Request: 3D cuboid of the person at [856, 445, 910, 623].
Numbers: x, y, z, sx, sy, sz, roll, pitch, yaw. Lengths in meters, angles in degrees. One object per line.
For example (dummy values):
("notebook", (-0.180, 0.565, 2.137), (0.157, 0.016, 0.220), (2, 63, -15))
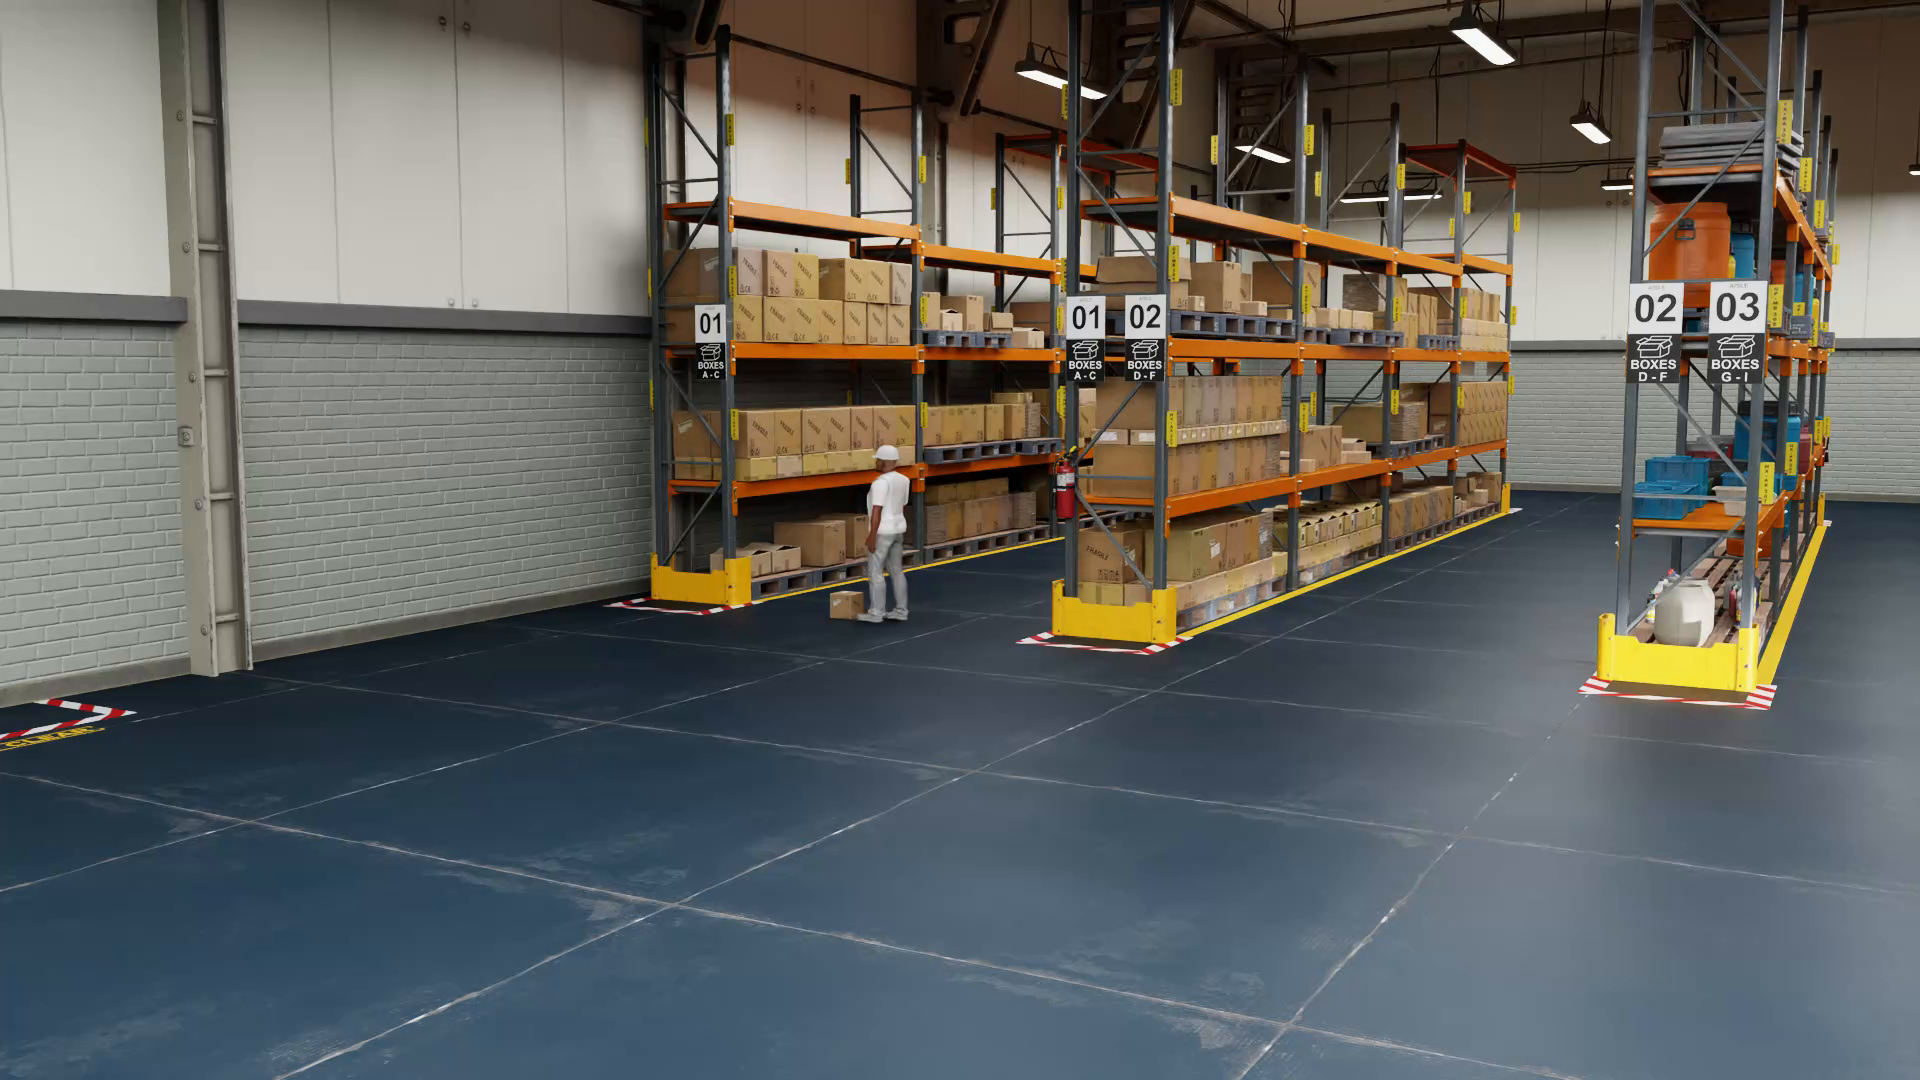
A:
("person", (-0.775, -0.064, 16.657), (0.460, 1.768, 0.566), (3, 7, 30))
